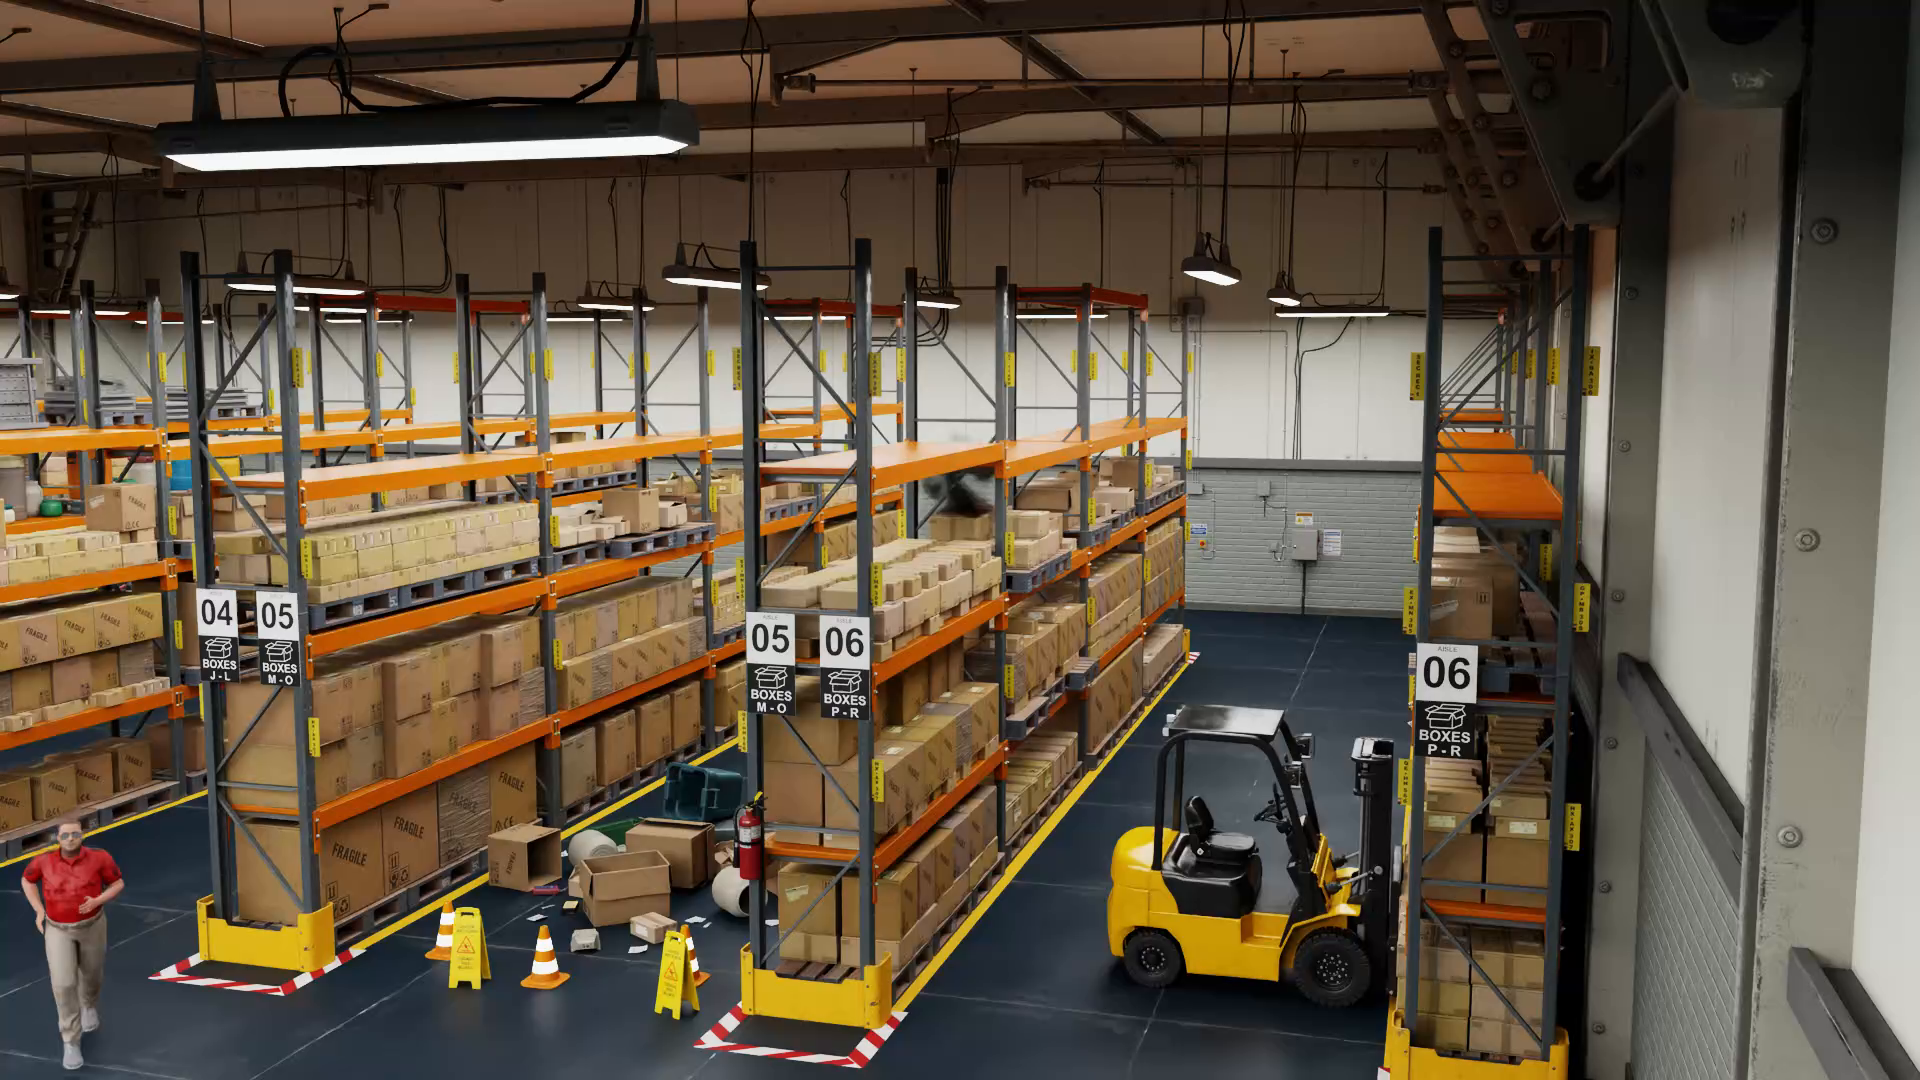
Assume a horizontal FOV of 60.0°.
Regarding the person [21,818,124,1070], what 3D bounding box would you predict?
[{"bbox_3d":[-6.558,2.916,12.339,0.665,1.753,0.882,-4,7,-30],"label":"person"}]
